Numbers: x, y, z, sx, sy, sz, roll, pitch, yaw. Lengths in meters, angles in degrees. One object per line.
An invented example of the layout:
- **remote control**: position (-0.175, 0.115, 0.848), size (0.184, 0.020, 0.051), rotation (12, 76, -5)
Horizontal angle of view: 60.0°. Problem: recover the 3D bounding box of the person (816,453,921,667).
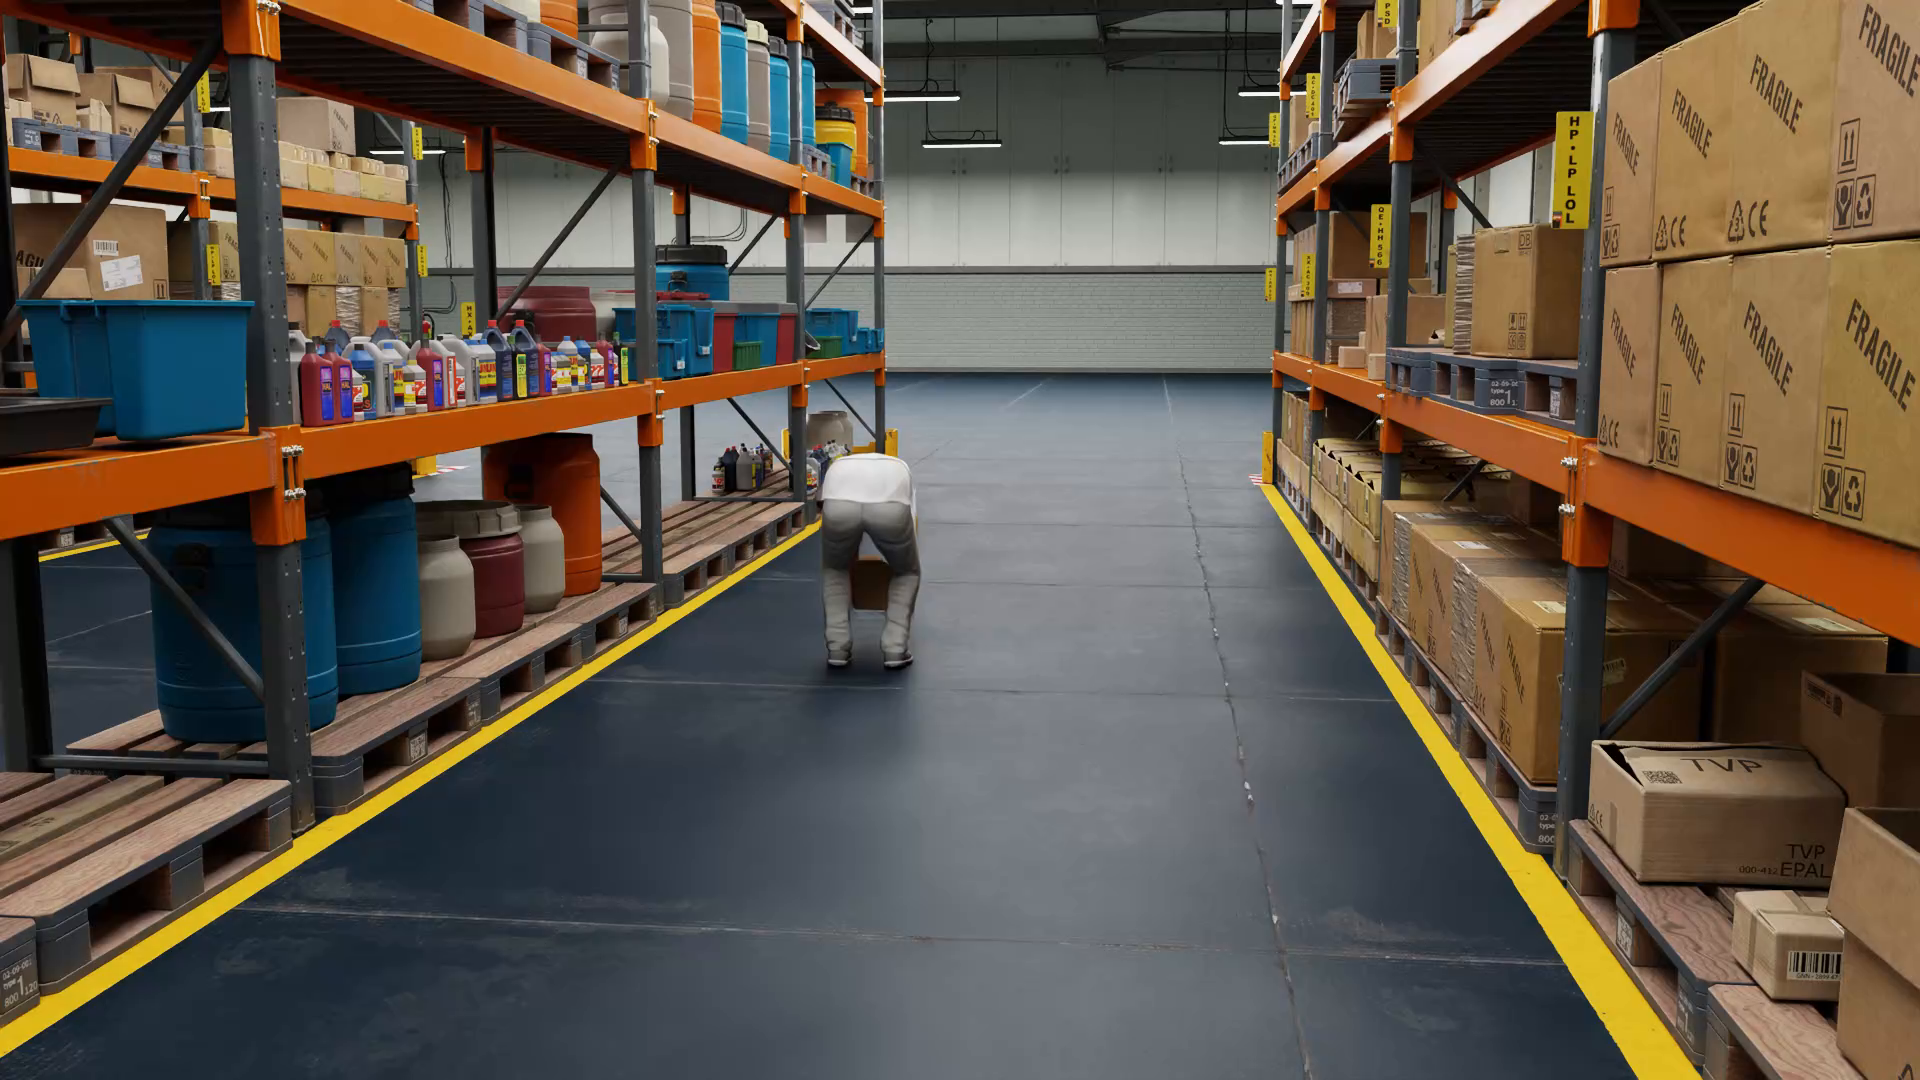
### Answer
- **person**: position (-0.427, 0.070, 8.174), size (0.492, 1.025, 0.951), rotation (1, 8, 4)
